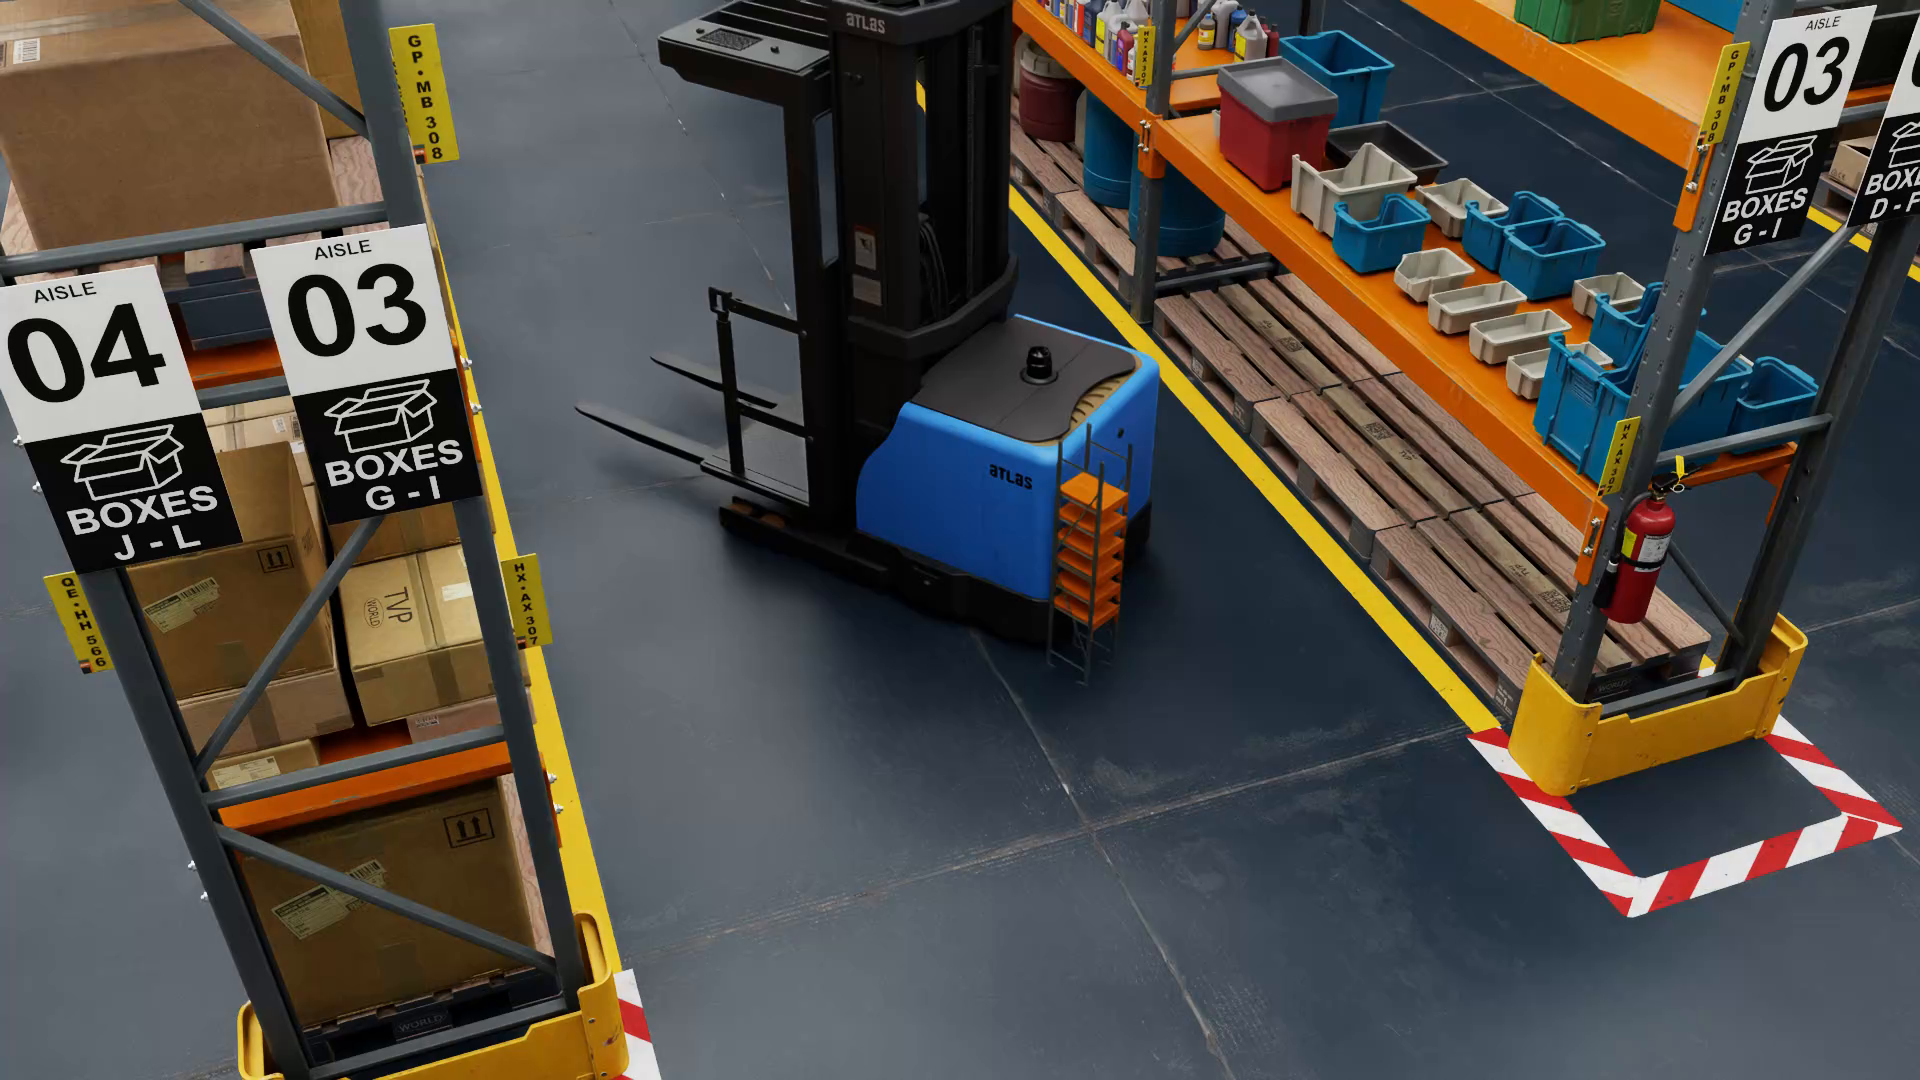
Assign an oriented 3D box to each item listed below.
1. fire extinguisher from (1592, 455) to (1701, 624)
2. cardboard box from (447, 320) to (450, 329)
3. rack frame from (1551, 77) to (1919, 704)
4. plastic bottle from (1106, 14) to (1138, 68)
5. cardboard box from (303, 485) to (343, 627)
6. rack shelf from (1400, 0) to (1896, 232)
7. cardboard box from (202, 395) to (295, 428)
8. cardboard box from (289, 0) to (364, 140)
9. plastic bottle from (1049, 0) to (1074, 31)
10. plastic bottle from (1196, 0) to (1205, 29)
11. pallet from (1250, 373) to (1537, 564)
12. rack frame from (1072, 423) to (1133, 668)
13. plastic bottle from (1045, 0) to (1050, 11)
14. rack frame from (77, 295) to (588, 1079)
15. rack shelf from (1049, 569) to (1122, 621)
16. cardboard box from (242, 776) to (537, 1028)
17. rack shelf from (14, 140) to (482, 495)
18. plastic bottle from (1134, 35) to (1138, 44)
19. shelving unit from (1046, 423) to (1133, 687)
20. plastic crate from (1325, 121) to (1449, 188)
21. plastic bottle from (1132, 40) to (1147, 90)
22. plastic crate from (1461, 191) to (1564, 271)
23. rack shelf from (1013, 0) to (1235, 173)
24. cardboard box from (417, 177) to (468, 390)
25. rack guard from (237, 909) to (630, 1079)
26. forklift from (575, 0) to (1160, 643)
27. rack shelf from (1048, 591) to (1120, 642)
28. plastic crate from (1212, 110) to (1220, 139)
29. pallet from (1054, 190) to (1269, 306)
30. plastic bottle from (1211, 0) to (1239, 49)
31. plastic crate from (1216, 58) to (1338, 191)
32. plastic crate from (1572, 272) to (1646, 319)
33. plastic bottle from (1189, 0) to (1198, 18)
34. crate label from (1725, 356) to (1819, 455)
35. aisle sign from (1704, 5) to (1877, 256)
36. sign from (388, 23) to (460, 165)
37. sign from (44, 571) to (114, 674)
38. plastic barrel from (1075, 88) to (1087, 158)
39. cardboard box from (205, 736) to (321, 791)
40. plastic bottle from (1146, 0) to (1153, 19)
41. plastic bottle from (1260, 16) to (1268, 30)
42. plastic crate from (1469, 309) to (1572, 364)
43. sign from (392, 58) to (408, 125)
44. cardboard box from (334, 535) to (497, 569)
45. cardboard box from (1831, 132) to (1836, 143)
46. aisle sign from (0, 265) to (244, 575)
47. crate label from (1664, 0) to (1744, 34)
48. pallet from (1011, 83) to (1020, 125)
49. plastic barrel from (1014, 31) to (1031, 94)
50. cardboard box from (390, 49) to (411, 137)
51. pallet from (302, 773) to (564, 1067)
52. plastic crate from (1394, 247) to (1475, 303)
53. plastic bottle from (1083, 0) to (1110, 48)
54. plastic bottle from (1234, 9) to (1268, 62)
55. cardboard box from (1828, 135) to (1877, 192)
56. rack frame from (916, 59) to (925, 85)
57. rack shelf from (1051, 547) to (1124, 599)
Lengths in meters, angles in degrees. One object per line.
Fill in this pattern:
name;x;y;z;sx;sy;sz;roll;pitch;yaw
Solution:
fire extinguisher;2.520;0.001;6.130;0.296;0.674;0.183;-12;39;-16
cardboard box;-2.023;-0.592;5.797;0.500;0.500;0.500;-13;39;-17
rack frame;2.895;-0.358;6.232;1.000;3.000;0.127;-12;39;-16
plastic bottle;0.954;-2.930;9.750;0.152;0.276;0.135;-12;39;-16
cardboard box;-2.345;0.103;5.498;0.500;0.250;0.500;-13;39;-17
rack shelf;2.207;-2.399;7.046;1.077;0.370;4.000;-12;39;-16
cardboard box;-2.704;-0.478;6.269;0.500;0.250;0.500;-12;39;-16
cardboard box;-2.065;-1.404;4.612;0.700;0.500;0.500;-14;39;-18
plastic bottle;0.694;-3.357;10.317;0.152;0.276;0.367;-12;39;-16
plastic bottle;1.510;-3.267;10.259;0.097;0.201;0.097;0;37;0
pallet;2.232;-0.406;8.614;1.003;0.211;1.213;-12;39;-16
rack frame;0.610;0.044;7.193;0.240;1.200;0.006;30;46;33
plastic bottle;0.588;-3.452;10.505;0.097;0.201;0.097;0;37;0
rack frame;-1.755;0.667;4.871;1.000;3.000;0.127;-12;39;-16
rack shelf;0.546;0.215;7.237;0.258;0.103;0.180;30;46;33
cardboard box;-2.051;1.003;5.842;0.875;0.875;0.875;-12;39;-16
rack shelf;-2.444;-1.373;5.685;1.077;0.370;4.000;-12;39;-16
plastic bottle;1.025;-2.842;9.695;0.097;0.201;0.097;0;37;0
shelving unit;0.548;0.084;7.139;0.258;1.200;0.189;30;46;33
plastic crate;2.156;-1.955;8.532;0.437;0.125;0.590;-12;39;-16
plastic bottle;1.079;-2.724;9.476;0.152;0.276;0.135;-12;39;-16
plastic crate;2.563;-1.436;7.753;0.416;0.233;0.300;-12;39;-16
rack shelf;0.830;-3.460;10.949;1.077;0.370;4.000;-12;39;-16
cardboard box;-3.371;-1.269;8.858;1.225;0.875;0.875;-12;39;-16
rack guard;-1.747;1.679;5.605;1.175;0.500;0.348;-12;39;-16
forklift;-0.591;-1.380;7.646;3.031;2.935;1.130;21;42;25
rack shelf;0.545;0.311;7.309;0.258;0.103;0.180;30;46;33
plastic crate;1.545;-2.244;8.905;0.396;0.136;0.243;-12;39;-16
pallet;1.292;-1.949;10.661;1.003;0.211;1.213;-12;39;-16
plastic bottle;1.591;-3.115;9.996;0.152;0.276;0.135;-12;39;-16
plastic crate;1.590;-2.111;8.457;0.402;0.464;0.583;-12;39;-16
plastic crate;2.853;-1.066;7.341;0.250;0.136;0.298;-12;39;-16
plastic bottle;1.487;-3.368;10.326;0.061;0.283;0.133;-12;39;-16
crate label;3.119;-0.523;6.540;0.416;0.233;0.303;-12;39;-16
aisle sign;2.645;-1.295;5.316;0.394;0.787;0.004;-12;39;-16
sign;-1.232;-1.023;3.830;0.100;0.325;0.005;-12;39;-16
sign;-2.270;0.215;4.313;0.100;0.325;0.005;-12;39;-16
plastic barrel;0.993;-2.840;11.246;0.421;0.512;0.421;0;37;0
cardboard box;-2.187;0.635;5.123;0.380;0.149;0.250;-12;39;-15
plastic bottle;1.256;-3.400;10.374;0.152;0.276;0.135;-12;39;-16
plastic bottle;1.747;-2.942;9.760;0.061;0.283;0.133;-12;39;-16
plastic crate;2.358;-0.867;7.077;0.396;0.136;0.243;-12;39;-16
sign;-2.611;-2.086;7.740;0.100;0.325;0.005;-12;39;-16
cardboard box;-1.852;-0.011;5.649;0.500;0.250;0.500;-13;39;-16
cardboard box;5.732;-3.038;11.502;0.500;0.500;0.500;-13;39;-16
aisle sign;-2.012;-0.268;3.952;0.394;0.787;0.004;-12;39;-16
crate label;2.881;-2.085;6.156;0.408;0.251;0.502;-12;39;-16
pallet;0.453;-3.327;12.491;1.003;0.211;1.213;-12;39;-16
plastic barrel;0.605;-3.478;12.093;0.421;0.512;0.421;0;37;0
cardboard box;-4.290;-2.777;10.860;1.225;0.875;0.875;-14;39;-18
pallet;-2.104;1.346;6.288;1.003;0.211;1.213;-12;39;-16
plastic crate;2.120;-1.182;7.496;0.298;0.136;0.250;-12;39;-16
plastic bottle;0.831;-3.154;9.985;0.144;0.351;0.185;-12;39;-16
plastic bottle;1.688;-2.887;9.631;0.144;0.351;0.185;-12;39;-16
cardboard box;6.112;-2.461;10.893;0.500;0.311;0.500;-12;39;-16
rack frame;0.142;-4.878;12.232;1.000;3.000;0.127;-12;39;-16
rack shelf;0.547;0.119;7.166;0.258;0.103;0.180;30;46;33
